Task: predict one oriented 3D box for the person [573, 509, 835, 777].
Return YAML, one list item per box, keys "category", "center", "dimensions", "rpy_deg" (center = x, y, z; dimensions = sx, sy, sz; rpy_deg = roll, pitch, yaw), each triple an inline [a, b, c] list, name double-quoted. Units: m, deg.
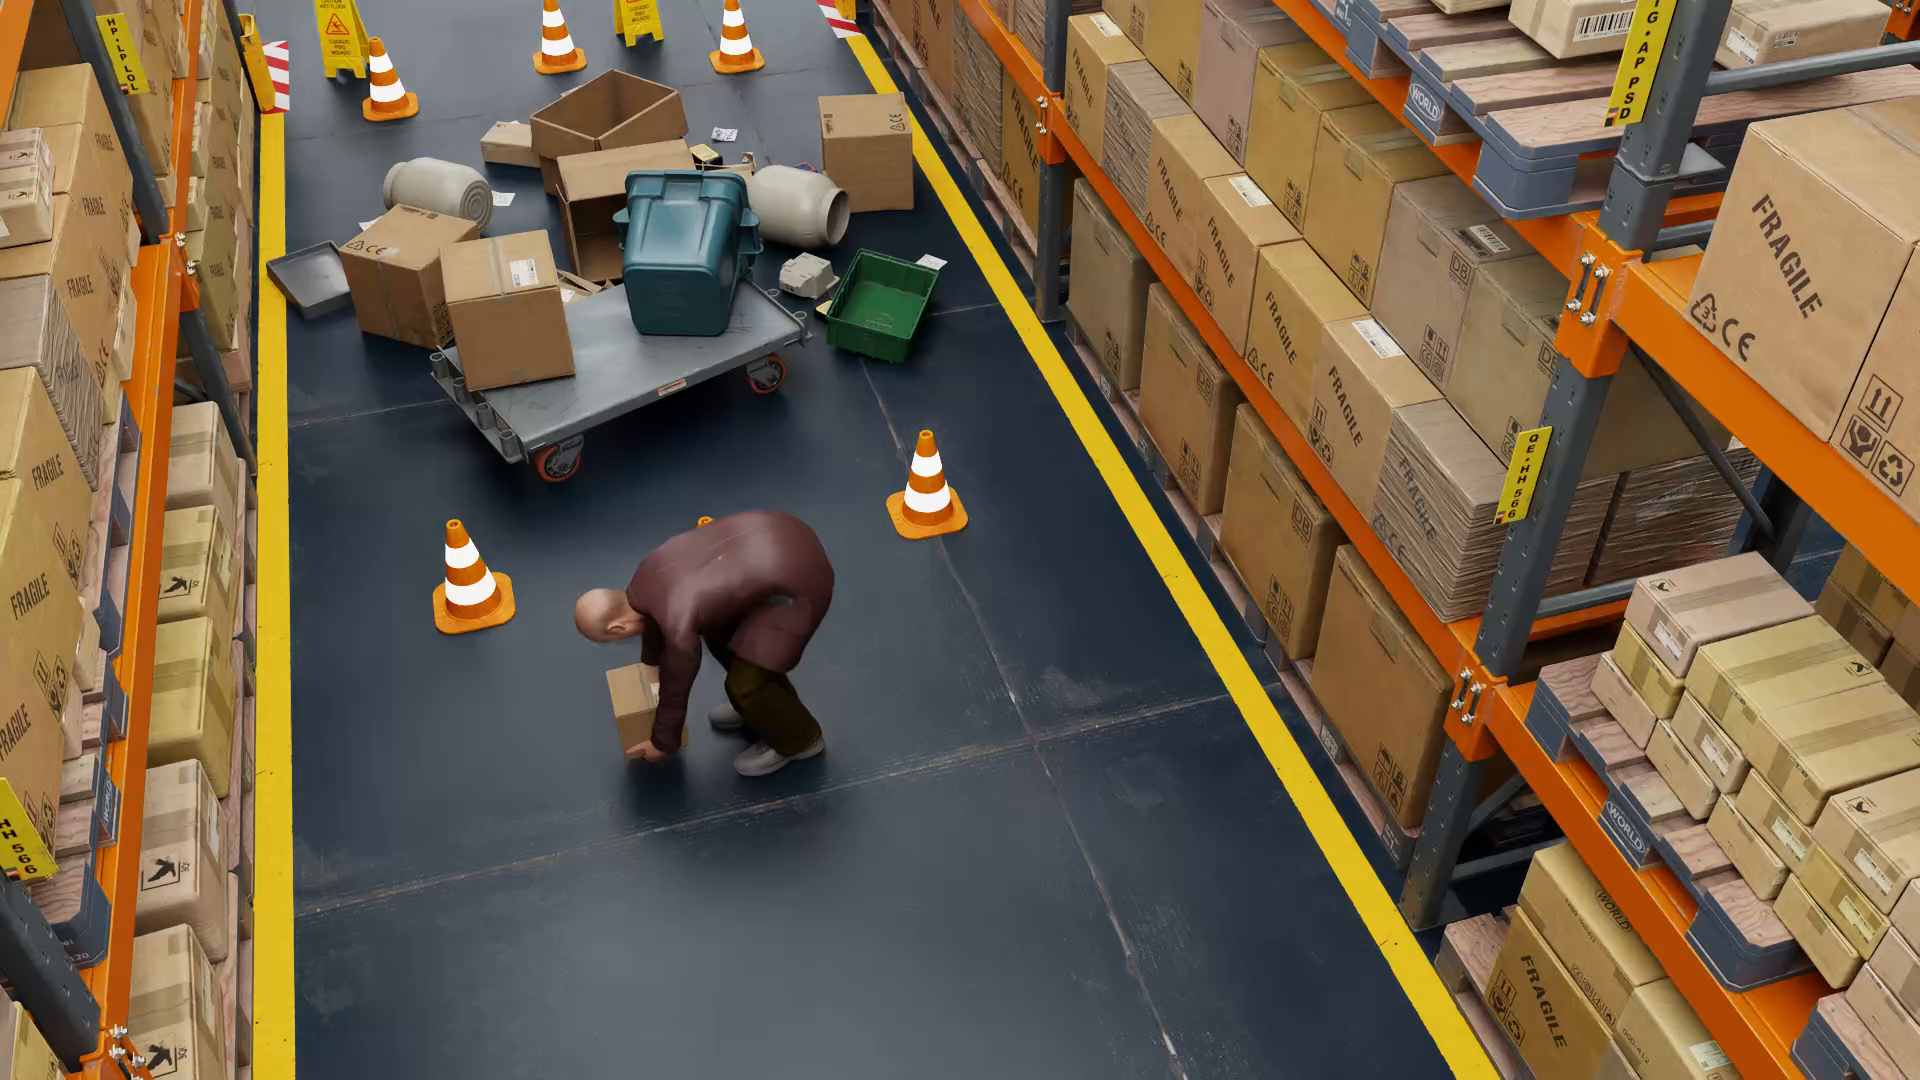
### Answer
- category: "person"
  center: [-0.923, 0.415, 6.230]
  dimensions: [0.949, 1.077, 0.577]
  rpy_deg: [-14, 43, -15]
